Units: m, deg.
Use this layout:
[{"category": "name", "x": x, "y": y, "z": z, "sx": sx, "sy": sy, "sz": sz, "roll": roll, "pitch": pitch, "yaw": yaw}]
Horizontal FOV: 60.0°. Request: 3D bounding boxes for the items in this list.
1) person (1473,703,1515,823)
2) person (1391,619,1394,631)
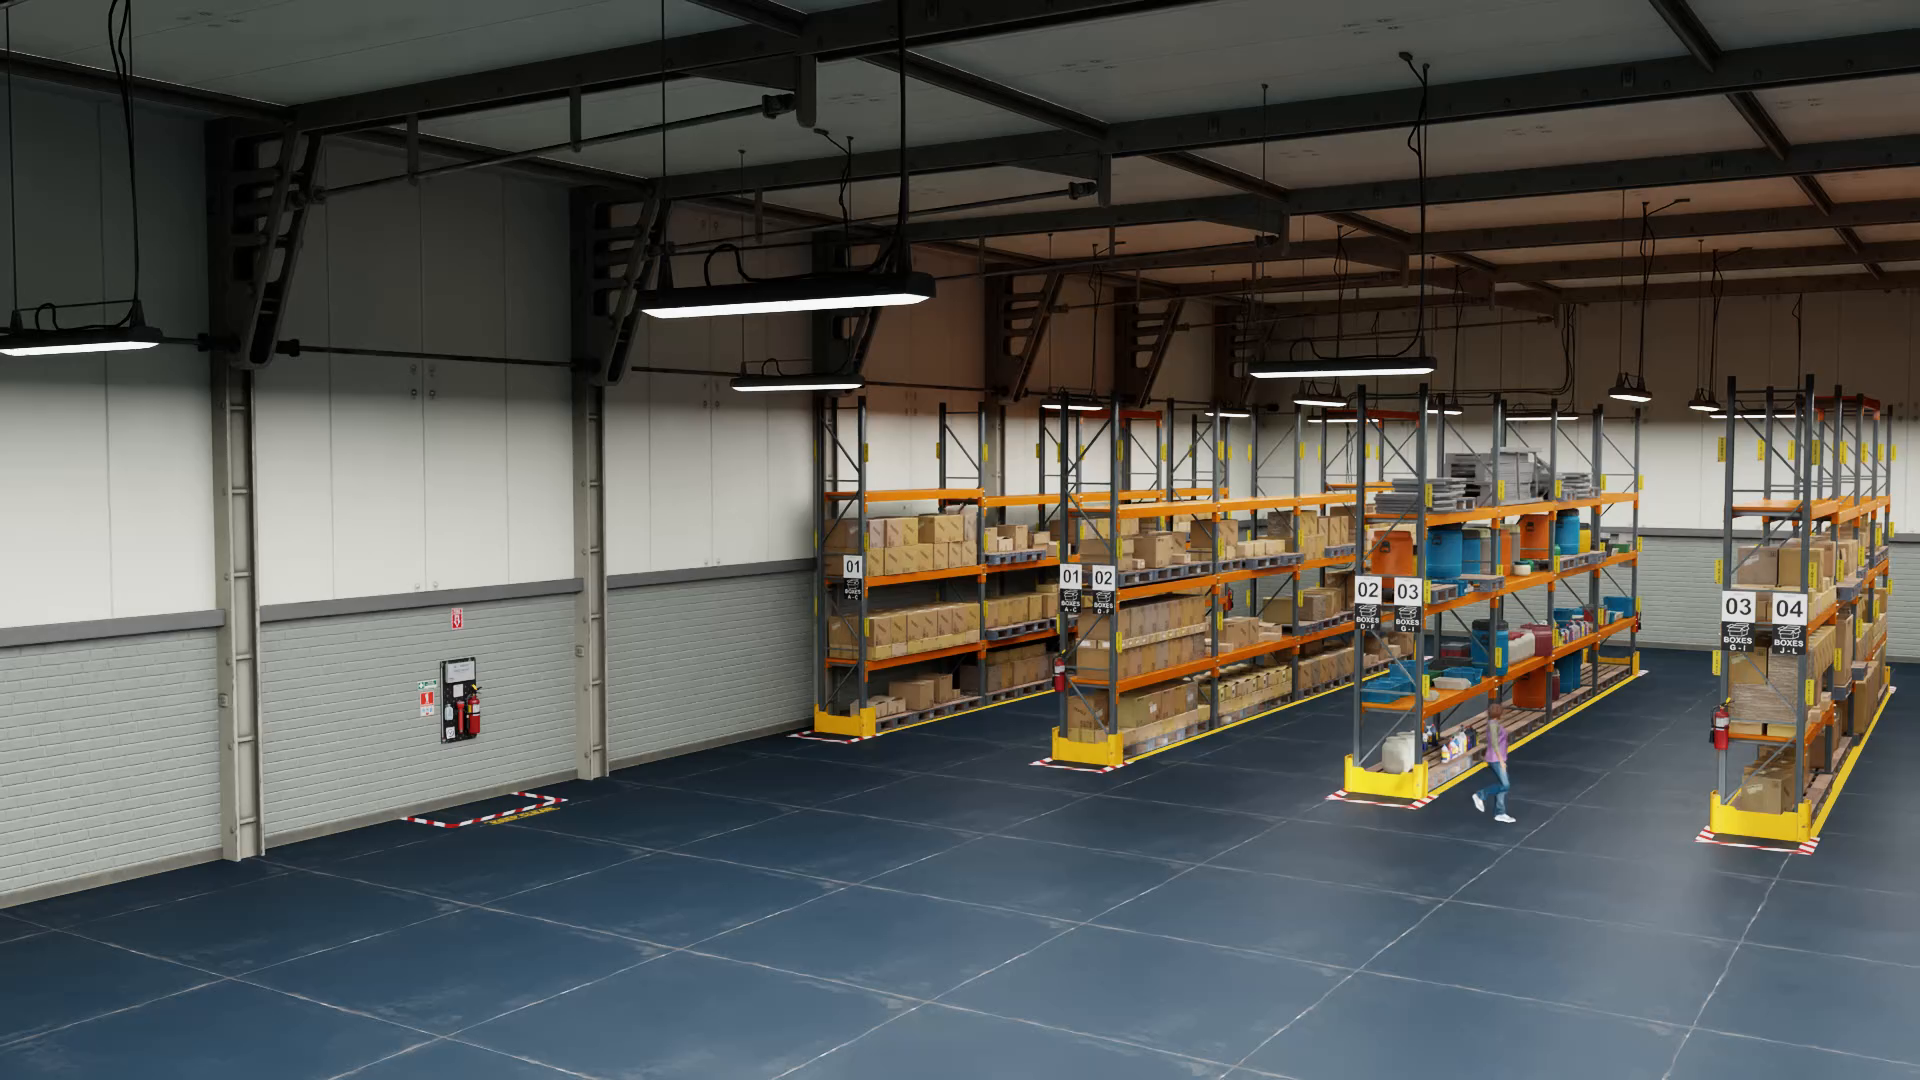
[{"category": "person", "x": 7.261, "y": 3.020, "z": 22.561, "sx": 0.557, "sy": 1.591, "sz": 0.457, "roll": 1, "pitch": 3, "yaw": 23}, {"category": "person", "x": 11.559, "y": 1.835, "z": 43.896, "sx": 0.523, "sy": 1.650, "sz": 1.116, "roll": 0, "pitch": 3, "yaw": -9}]
